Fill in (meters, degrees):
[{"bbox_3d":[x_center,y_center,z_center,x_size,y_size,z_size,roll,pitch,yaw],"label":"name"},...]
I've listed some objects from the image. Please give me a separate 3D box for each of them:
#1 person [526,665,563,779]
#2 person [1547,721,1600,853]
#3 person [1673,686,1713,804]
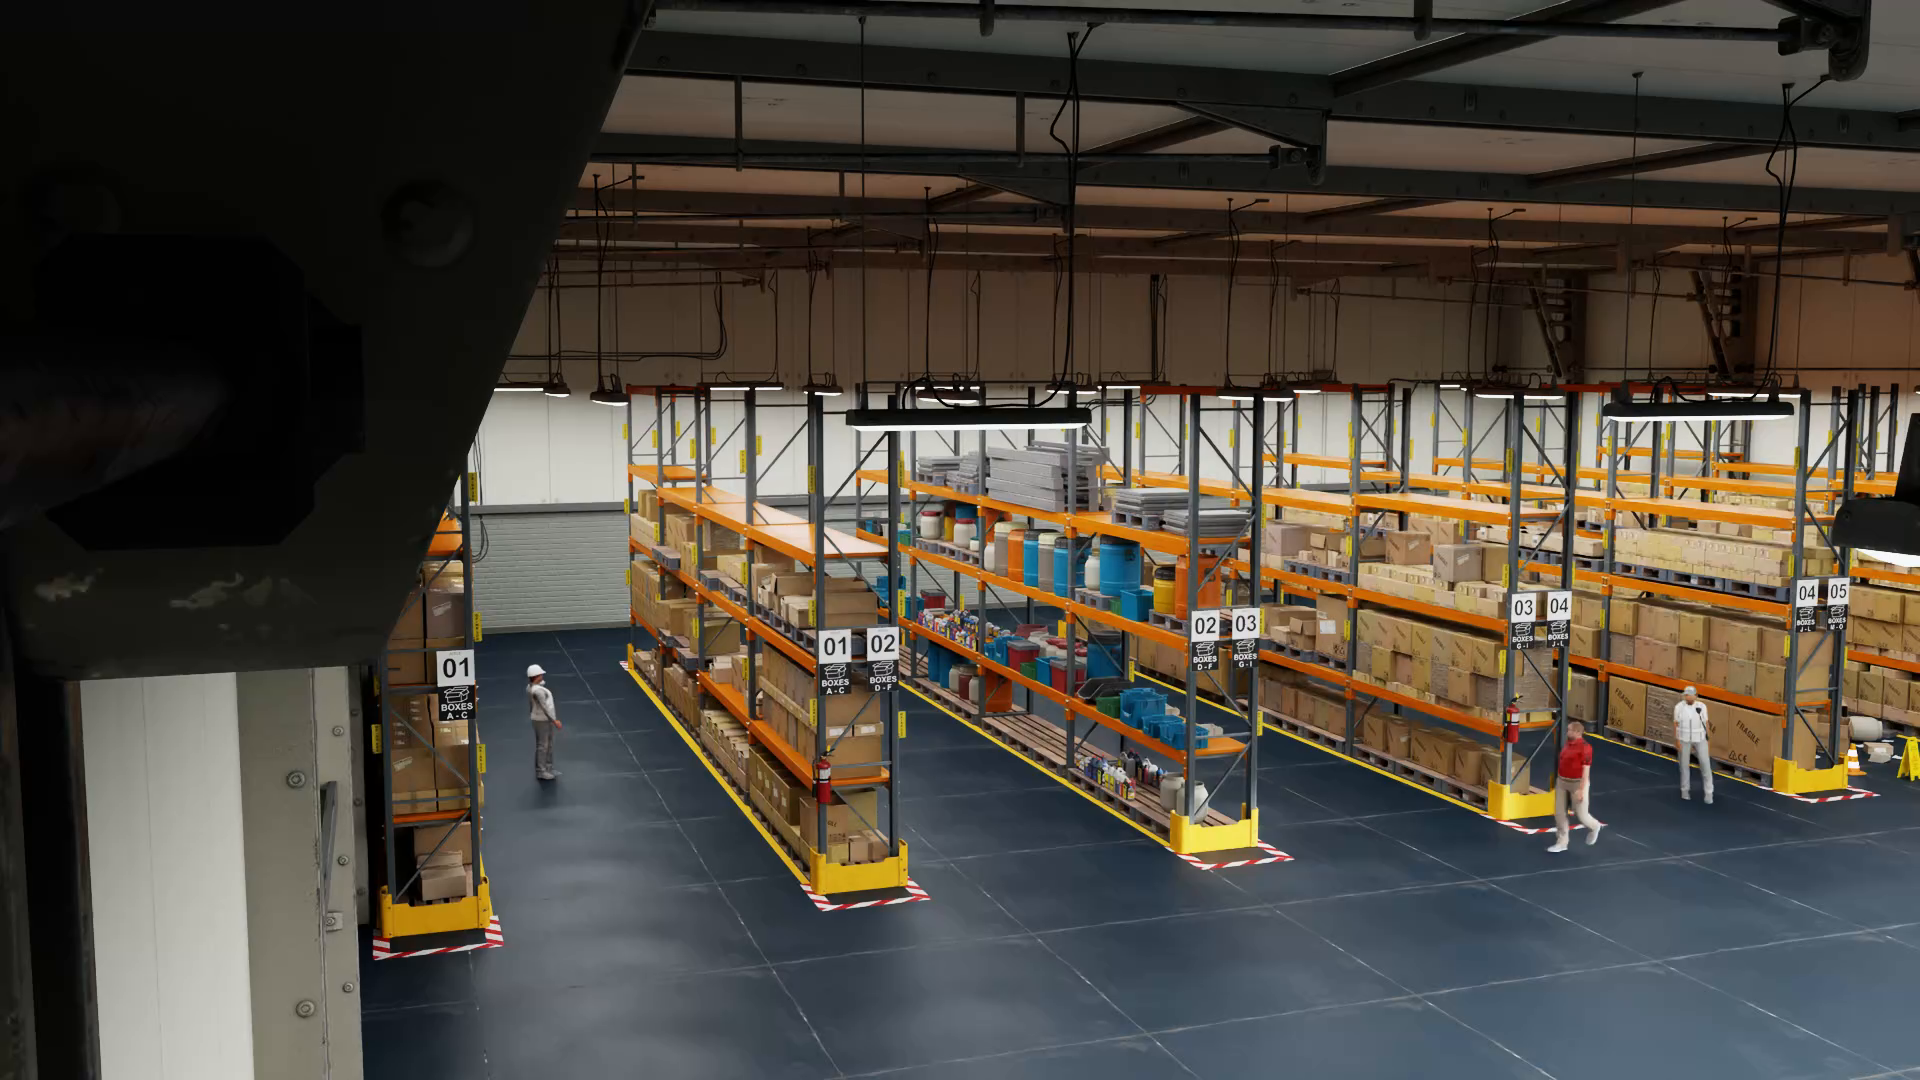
[{"bbox_3d":[-6.407,2.813,25.685,0.593,1.803,0.545,0,6,0],"label":"person"},{"bbox_3d":[8.068,3.221,21.781,0.760,1.714,0.483,-5,8,-41],"label":"person"},{"bbox_3d":[10.798,2.987,24.472,0.592,1.679,0.451,3,7,25],"label":"person"}]
